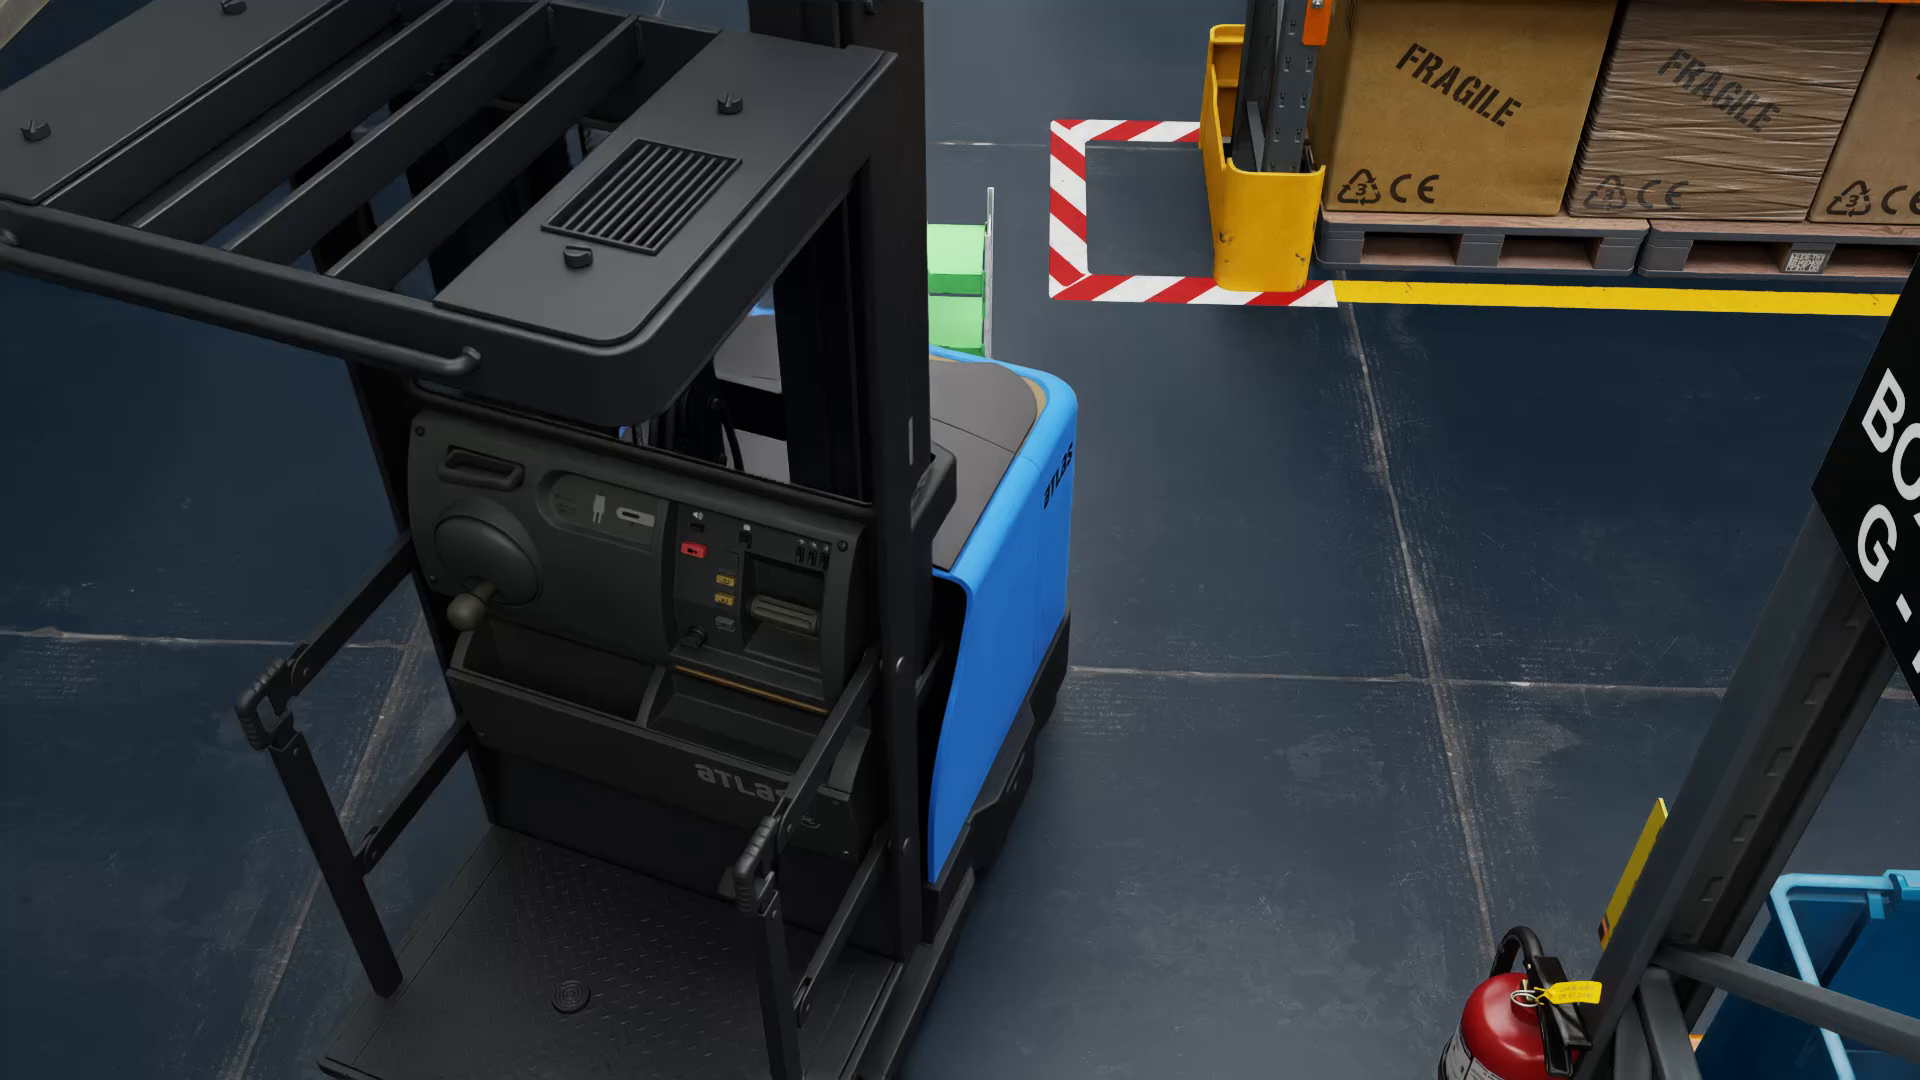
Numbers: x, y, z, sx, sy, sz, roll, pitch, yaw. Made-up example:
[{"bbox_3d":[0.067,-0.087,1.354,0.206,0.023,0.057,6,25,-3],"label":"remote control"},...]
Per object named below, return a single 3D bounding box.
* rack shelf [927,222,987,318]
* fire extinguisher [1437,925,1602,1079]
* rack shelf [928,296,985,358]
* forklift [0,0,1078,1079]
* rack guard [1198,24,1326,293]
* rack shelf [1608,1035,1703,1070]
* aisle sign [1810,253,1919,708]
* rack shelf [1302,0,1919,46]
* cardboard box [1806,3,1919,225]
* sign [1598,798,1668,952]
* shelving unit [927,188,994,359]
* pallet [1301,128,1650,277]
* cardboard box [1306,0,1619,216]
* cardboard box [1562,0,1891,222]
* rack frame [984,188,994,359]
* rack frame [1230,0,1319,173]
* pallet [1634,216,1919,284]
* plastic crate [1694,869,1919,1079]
[{"bbox_3d":[-0.165,-0.749,4.563,0.480,0.148,0.258,2,43,2],"label":"rack shelf"},{"bbox_3d":[0.831,0.795,2.526,0.183,0.674,0.296,2,43,2],"label":"fire extinguisher"},{"bbox_3d":[-0.165,-0.573,4.726,0.480,0.148,0.258,2,43,2],"label":"rack shelf"},{"bbox_3d":[-0.701,0.129,2.961,1.130,2.935,3.031,15,45,15],"label":"forklift"},{"bbox_3d":[1.160,-1.515,6.509,0.348,0.500,1.175,2,43,2],"label":"rack guard"},{"bbox_3d":[2.959,1.269,2.215,4.000,0.370,1.077,2,43,2],"label":"rack shelf"},{"bbox_3d":[0.902,-0.209,1.366,0.004,0.787,0.394,2,43,2],"label":"aisle sign"},{"bbox_3d":[3.182,-2.104,5.836,4.000,0.370,1.077,2,43,2],"label":"rack shelf"},{"bbox_3d":[3.625,-1.784,6.215,0.875,0.875,0.875,2,43,2],"label":"cardboard box"},{"bbox_3d":[0.970,0.509,2.383,0.005,0.325,0.100,2,43,2],"label":"sign"},{"bbox_3d":[-0.165,-0.444,4.846,0.503,1.200,0.258,2,43,2],"label":"shelving unit"},{"bbox_3d":[1.987,-1.437,6.638,1.213,0.211,1.003,2,43,2],"label":"pallet"},{"bbox_3d":[1.827,-1.840,6.275,0.875,0.875,0.875,2,43,2],"label":"cardboard box"},{"bbox_3d":[2.736,-1.812,6.245,0.875,0.875,0.875,2,43,2],"label":"cardboard box"},{"bbox_3d":[0.078,-0.437,4.838,0.015,1.200,0.240,2,43,2],"label":"rack frame"},{"bbox_3d":[1.184,-2.428,5.656,0.127,3.000,1.000,2,43,2],"label":"rack frame"},{"bbox_3d":[3.202,-1.398,6.595,1.213,0.211,1.003,2,43,2],"label":"pallet"},{"bbox_3d":[1.304,0.792,2.129,0.499,0.435,0.616,2,43,2],"label":"plastic crate"}]
